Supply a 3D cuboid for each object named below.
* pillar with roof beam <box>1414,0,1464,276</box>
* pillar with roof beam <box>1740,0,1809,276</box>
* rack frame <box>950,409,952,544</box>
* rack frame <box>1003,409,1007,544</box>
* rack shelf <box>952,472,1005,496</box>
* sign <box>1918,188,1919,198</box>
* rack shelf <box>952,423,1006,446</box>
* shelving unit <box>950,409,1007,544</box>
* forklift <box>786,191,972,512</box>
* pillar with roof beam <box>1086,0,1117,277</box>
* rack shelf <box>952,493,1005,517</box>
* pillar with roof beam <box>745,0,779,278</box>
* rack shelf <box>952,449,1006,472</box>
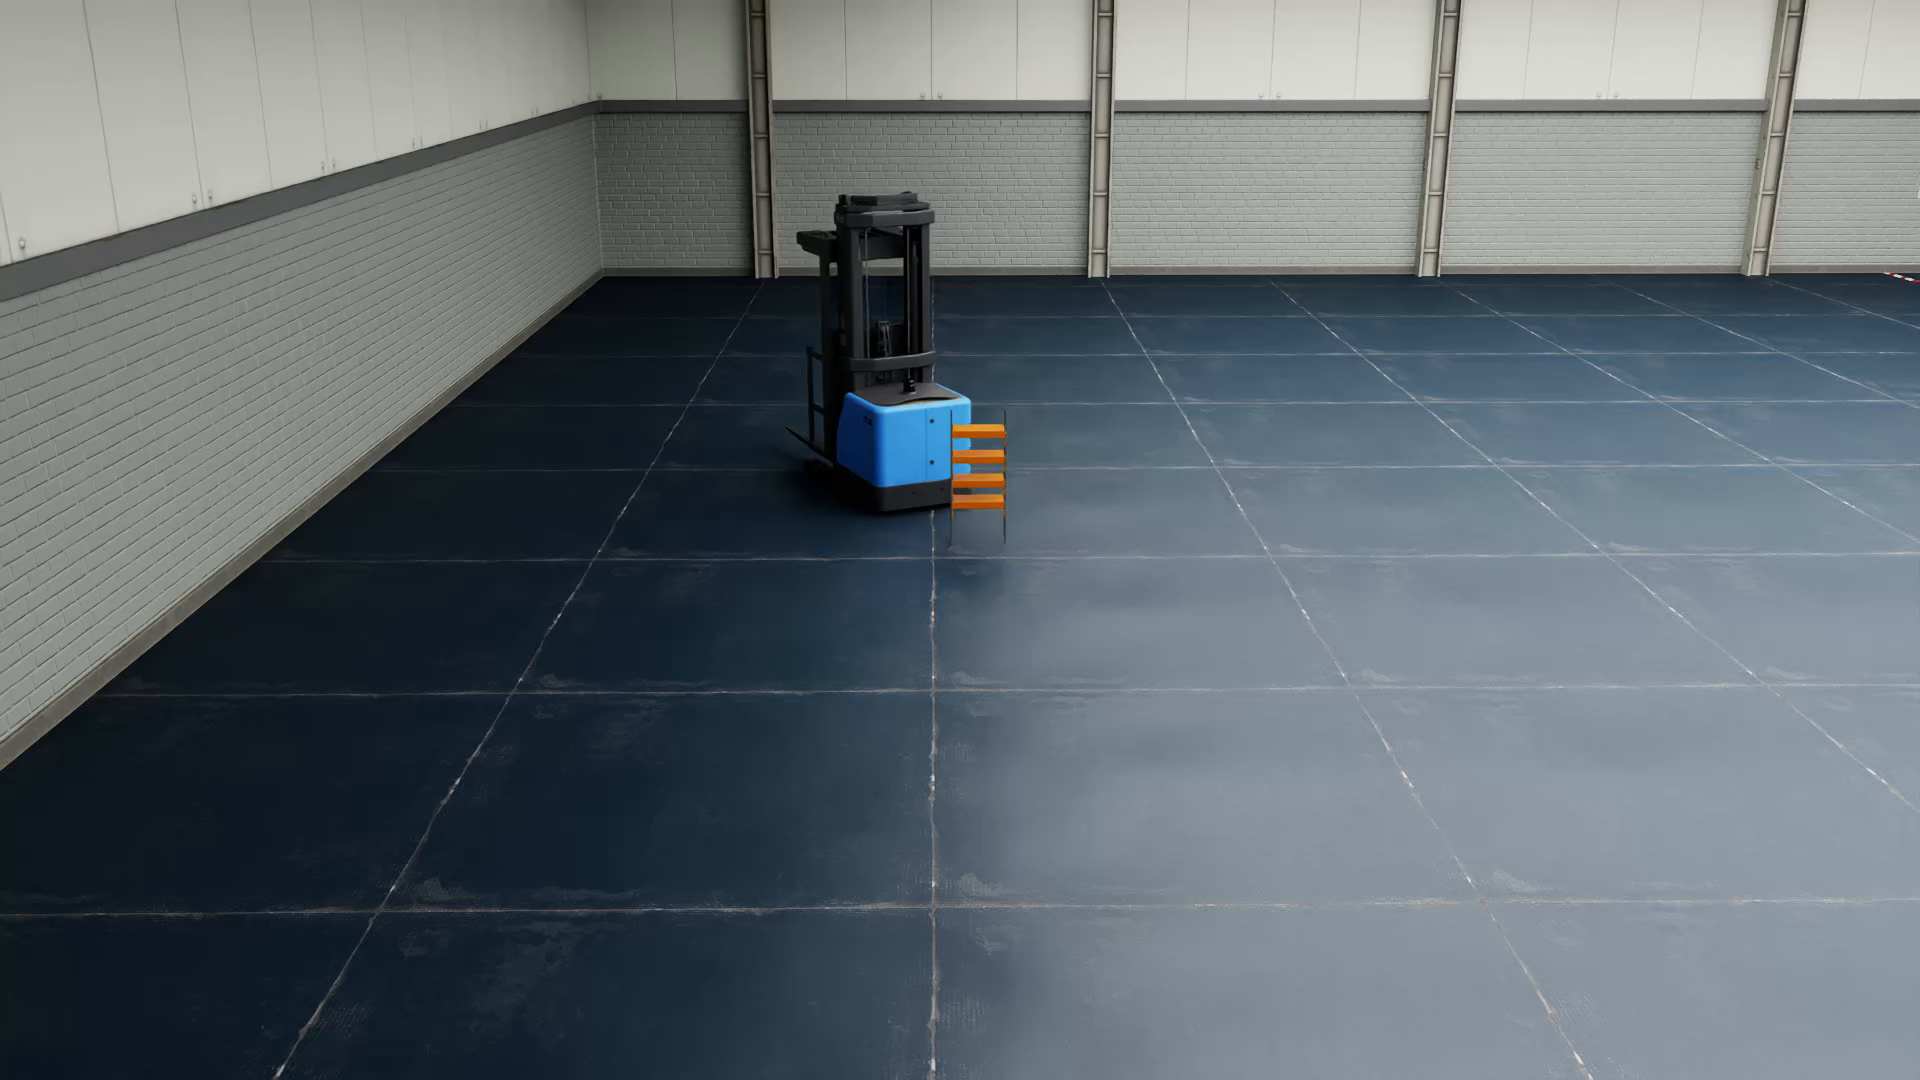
[{"bbox_3d":[8.574,-7.794,24.816,0.400,9.000,9.100,0,18,-1],"label":"pillar with roof beam"},{"bbox_3d":[14.573,-7.823,24.906,0.400,9.000,9.100,0,18,-1],"label":"pillar with roof beam"},{"bbox_3d":[-0.078,-0.571,15.066,0.015,1.200,0.240,0,18,-1],"label":"rack frame"},{"bbox_3d":[0.409,-0.573,15.073,0.015,1.200,0.240,0,18,-1],"label":"rack frame"},{"bbox_3d":[0.165,-0.508,15.090,0.480,0.148,0.258,0,18,-1],"label":"rack shelf"},{"bbox_3d":[17.478,-6.356,30.095,0.234,0.329,0.001,0,18,-1],"label":"sign"},{"bbox_3d":[0.165,-0.946,14.949,0.480,0.148,0.258,0,18,-1],"label":"rack shelf"},{"bbox_3d":[0.165,-0.572,15.069,0.503,1.200,0.258,0,18,-1],"label":"shelving unit"},{"bbox_3d":[-0.975,-2.073,16.914,1.130,2.935,3.031,-8,20,-25],"label":"forklift"},{"bbox_3d":[2.574,-7.766,24.726,0.400,9.000,9.100,0,18,-1],"label":"pillar with roof beam"},{"bbox_3d":[0.165,-0.319,15.150,0.480,0.148,0.258,0,18,-1],"label":"rack shelf"},{"bbox_3d":[-3.425,-7.737,24.635,0.400,9.000,9.100,0,18,-1],"label":"pillar with roof beam"},{"bbox_3d":[0.165,-0.721,15.021,0.480,0.148,0.258,0,18,-1],"label":"rack shelf"}]
